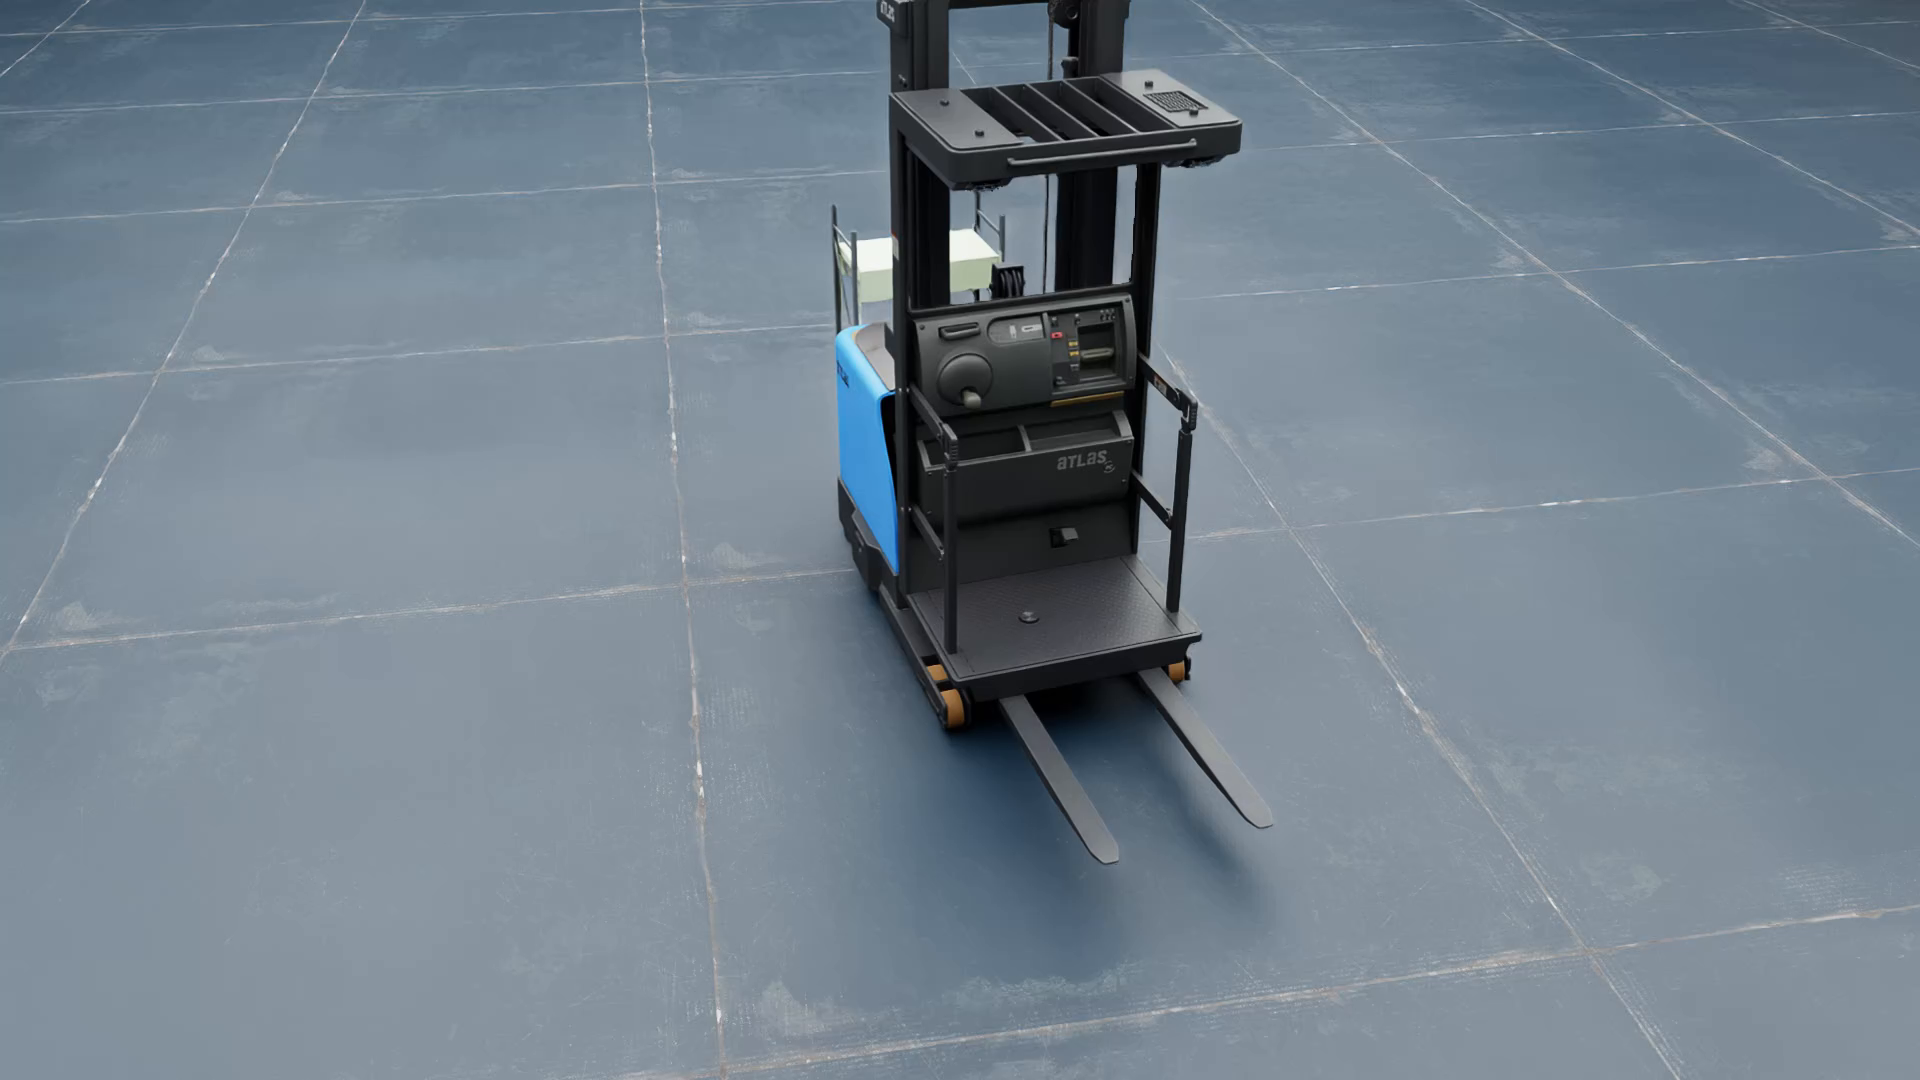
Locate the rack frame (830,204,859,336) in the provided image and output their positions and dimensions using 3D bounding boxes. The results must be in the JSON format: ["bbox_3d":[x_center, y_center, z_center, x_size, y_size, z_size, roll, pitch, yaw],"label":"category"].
[{"bbox_3d":[-0.554,-0.881,8.268,0.023,1.500,0.400,-10,32,-16],"label":"rack frame"}]

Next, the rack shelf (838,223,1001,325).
[{"bbox_3d":[-0.207,-1.276,8.171,0.720,0.370,0.431,-10,32,-16],"label":"rack shelf"}]

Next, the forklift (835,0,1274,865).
[{"bbox_3d":[0.345,-0.709,6.564,1.130,2.935,3.031,-10,32,-16],"label":"forklift"}]

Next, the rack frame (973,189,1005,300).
[{"bbox_3d":[0.140,-0.999,8.468,0.023,1.500,0.400,-10,32,-16],"label":"rack frame"}]

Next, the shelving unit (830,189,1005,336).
[{"bbox_3d":[-0.207,-0.940,8.368,0.755,1.500,0.431,-10,32,-16],"label":"shelving unit"}]
